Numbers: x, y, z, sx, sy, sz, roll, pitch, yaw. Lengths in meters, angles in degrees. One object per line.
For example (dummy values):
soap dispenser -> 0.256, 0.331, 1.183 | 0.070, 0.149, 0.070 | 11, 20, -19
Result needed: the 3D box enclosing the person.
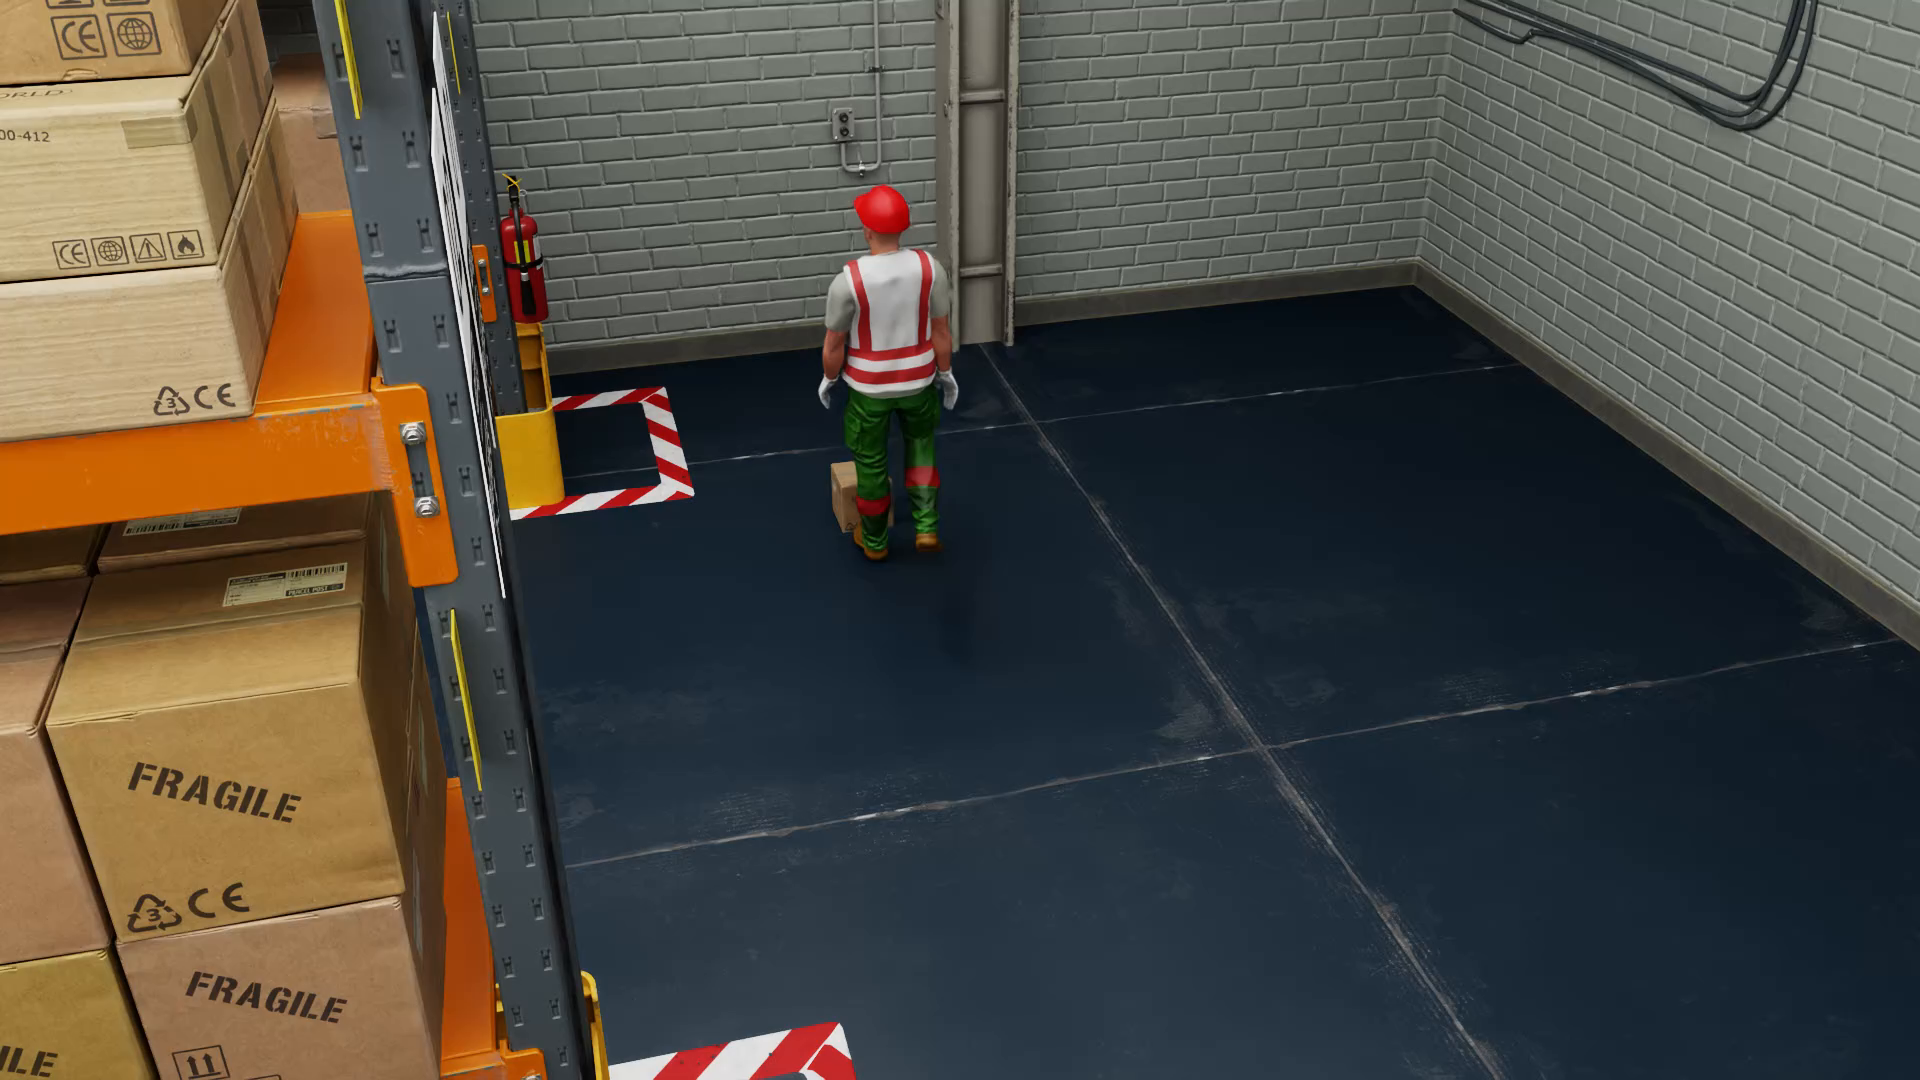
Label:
person -> -0.322, -0.712, 7.285 | 0.598, 1.798, 0.496 | -9, 31, -15
